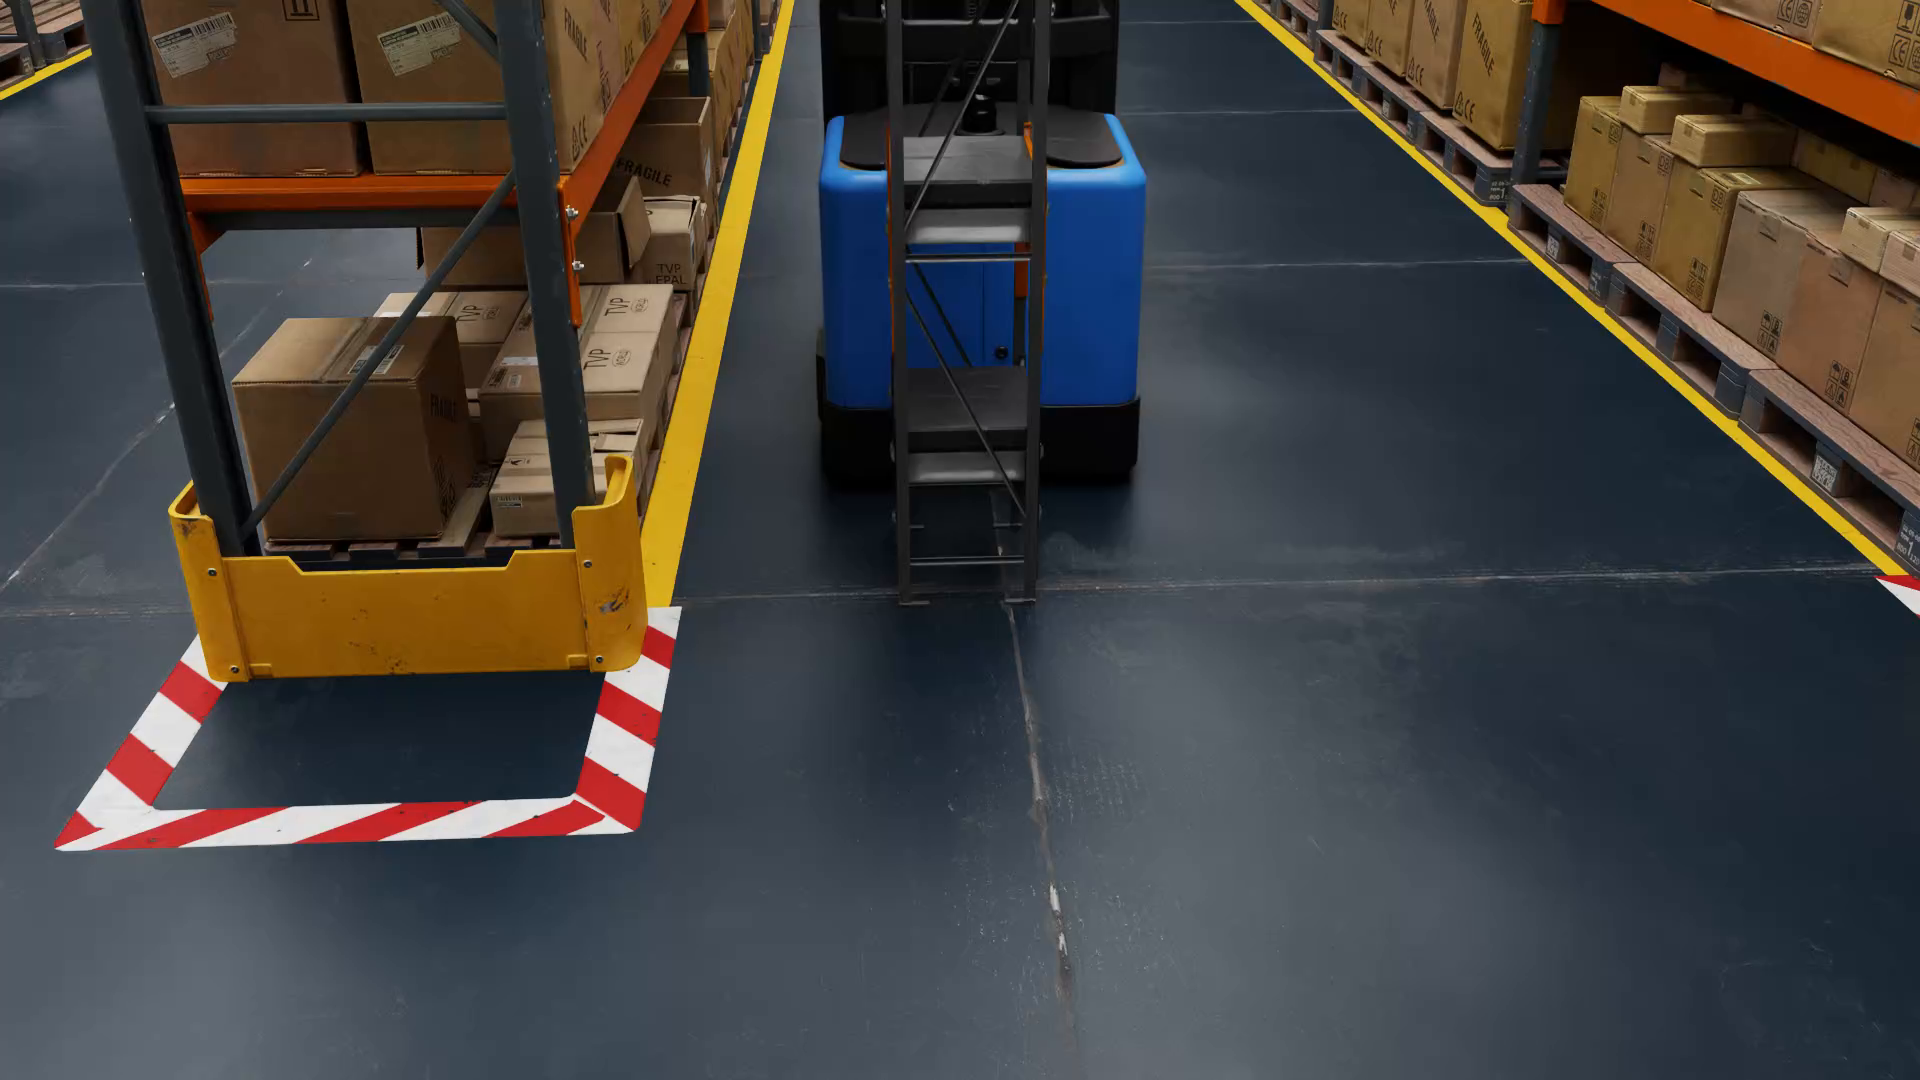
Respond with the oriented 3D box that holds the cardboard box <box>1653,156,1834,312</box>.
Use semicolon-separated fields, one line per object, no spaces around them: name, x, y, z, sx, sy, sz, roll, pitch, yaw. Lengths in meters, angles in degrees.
cardboard box;3.245;-1.230;6.614;0.700;0.500;0.500;-1;28;-1

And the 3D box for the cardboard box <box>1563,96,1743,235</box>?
cardboard box;3.198;-1.699;7.514;0.700;0.500;0.500;-1;28;-2

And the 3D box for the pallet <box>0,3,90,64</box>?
pallet;-6.843;-3.700;12.115;1.003;0.211;1.213;-1;28;-3

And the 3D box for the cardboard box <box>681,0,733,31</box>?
cardboard box;-1.520;-2.958;9.095;0.500;0.250;0.500;-1;28;-3

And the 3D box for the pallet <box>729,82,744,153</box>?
pallet;-1.832;-2.551;9.913;1.003;0.211;1.213;-1;28;-3

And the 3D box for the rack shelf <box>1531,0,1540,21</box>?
rack shelf;3.157;-3.574;9.637;1.077;0.370;4.000;-1;28;-3

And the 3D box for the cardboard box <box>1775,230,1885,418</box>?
cardboard box;3.308;-0.752;5.697;0.700;0.500;0.500;-1;28;-3

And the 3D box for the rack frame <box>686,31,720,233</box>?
rack frame;-1.685;-2.848;7.467;1.000;3.000;0.127;-1;28;-3

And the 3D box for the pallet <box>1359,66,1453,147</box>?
pallet;3.079;-2.652;10.107;1.003;0.211;1.213;-1;28;-3

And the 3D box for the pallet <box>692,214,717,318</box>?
pallet;-1.651;-1.294;7.504;1.003;0.211;1.213;-1;28;-3

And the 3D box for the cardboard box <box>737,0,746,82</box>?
cardboard box;-1.584;-3.117;10.209;0.500;0.500;0.500;-2;28;-5

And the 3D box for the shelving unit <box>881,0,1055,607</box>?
shelving unit;0.009;-0.855;4.618;0.431;2.100;0.503;-1;28;-3

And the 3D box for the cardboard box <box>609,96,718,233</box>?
cardboard box;-1.372;-1.678;7.452;0.500;0.500;0.500;-1;28;-3

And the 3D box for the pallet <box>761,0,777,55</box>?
pallet;-1.898;-3.840;12.384;1.003;0.211;1.213;-1;28;-3

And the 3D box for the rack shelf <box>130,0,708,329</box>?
rack shelf;-1.581;-1.605;5.862;1.077;0.370;4.000;-1;28;-3

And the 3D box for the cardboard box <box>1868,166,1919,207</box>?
cardboard box;3.486;-1.223;5.898;0.380;0.149;0.250;-1;28;-2

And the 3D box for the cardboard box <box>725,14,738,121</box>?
cardboard box;-1.525;-2.641;9.297;0.500;0.500;0.500;-1;28;-2

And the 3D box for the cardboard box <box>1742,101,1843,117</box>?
cardboard box;3.433;-1.694;6.801;0.380;0.149;0.250;-2;28;-4

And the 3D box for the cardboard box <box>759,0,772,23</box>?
cardboard box;-1.628;-3.911;12.025;0.500;0.250;0.500;-1;28;-3

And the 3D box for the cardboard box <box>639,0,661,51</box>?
cardboard box;-1.316;-1.957;5.651;0.500;0.500;0.500;-1;28;-2

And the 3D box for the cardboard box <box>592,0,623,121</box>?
cardboard box;-1.269;-1.494;4.764;0.500;0.500;0.500;-2;28;-3

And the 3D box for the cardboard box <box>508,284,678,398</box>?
cardboard box;-1.274;-0.696;5.839;0.500;0.250;0.500;-1;28;-3

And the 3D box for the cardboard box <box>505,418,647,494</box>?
cardboard box;-1.168;-0.257;5.087;0.380;0.166;0.250;-1;28;-3

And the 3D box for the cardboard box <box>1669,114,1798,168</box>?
cardboard box;3.061;-1.583;6.590;0.380;0.149;0.250;-2;28;-4

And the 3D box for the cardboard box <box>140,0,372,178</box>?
cardboard box;-1.772;-1.245;4.286;0.500;0.500;0.500;-1;28;-1

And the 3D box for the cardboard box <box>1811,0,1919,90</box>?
cardboard box;3.384;-1.826;5.183;0.980;0.700;0.700;-2;28;-3

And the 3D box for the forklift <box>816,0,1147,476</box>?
forklift;0.025;-2.152;6.207;1.130;2.935;3.031;-1;28;-2

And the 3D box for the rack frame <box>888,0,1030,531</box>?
rack frame;-0.004;-0.967;4.834;0.400;2.100;0.015;-1;28;-3

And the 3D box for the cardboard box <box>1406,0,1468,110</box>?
cardboard box;3.048;-2.910;9.456;0.750;0.750;0.750;-1;28;-1

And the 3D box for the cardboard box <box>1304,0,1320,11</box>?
cardboard box;2.963;-4.235;12.353;0.700;0.500;0.500;-1;28;-2

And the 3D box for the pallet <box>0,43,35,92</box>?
pallet;-6.758;-2.978;10.731;1.003;0.211;1.213;-1;28;-3

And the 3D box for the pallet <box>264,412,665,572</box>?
pallet;-1.523;-0.167;5.343;1.003;0.211;1.213;-1;28;-3

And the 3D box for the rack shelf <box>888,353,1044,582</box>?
rack shelf;0.009;-0.222;4.948;0.431;0.518;0.480;-1;28;-3

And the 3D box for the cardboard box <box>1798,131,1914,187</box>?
cardboard box;3.459;-1.458;6.349;0.380;0.149;0.250;-2;28;-4

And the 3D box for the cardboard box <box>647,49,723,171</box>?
cardboard box;-1.467;-2.164;8.383;0.500;0.500;0.500;-3;28;-5

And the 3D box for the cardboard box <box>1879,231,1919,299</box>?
cardboard box;3.145;-0.863;5.209;0.380;0.149;0.250;-2;28;-3

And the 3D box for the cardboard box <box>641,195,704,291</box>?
cardboard box;-1.333;-1.248;6.831;0.500;0.311;0.500;-1;28;-3

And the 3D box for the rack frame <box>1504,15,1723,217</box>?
rack frame;3.261;-2.969;7.700;1.000;3.000;0.127;-1;28;-3

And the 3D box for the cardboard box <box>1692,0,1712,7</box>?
cardboard box;3.306;-2.514;6.503;0.980;0.700;0.700;-2;28;-4

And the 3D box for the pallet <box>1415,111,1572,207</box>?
pallet;3.146;-2.087;9.024;1.003;0.211;1.213;-1;28;-3

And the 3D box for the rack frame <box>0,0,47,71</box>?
rack frame;-6.841;-4.577;10.783;1.000;3.000;0.127;-1;28;-3

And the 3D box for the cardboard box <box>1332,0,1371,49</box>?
cardboard box;2.960;-3.707;10.984;0.750;0.750;0.750;-2;28;-3

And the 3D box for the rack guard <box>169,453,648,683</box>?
rack guard;-1.480;0.072;4.570;1.175;0.500;0.348;-1;28;-3

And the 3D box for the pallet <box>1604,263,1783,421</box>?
pallet;3.290;-0.815;6.585;1.003;0.211;1.213;-1;28;-3

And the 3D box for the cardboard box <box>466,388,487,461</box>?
cardboard box;-1.682;-0.374;5.311;0.380;0.166;0.250;-1;28;-3
